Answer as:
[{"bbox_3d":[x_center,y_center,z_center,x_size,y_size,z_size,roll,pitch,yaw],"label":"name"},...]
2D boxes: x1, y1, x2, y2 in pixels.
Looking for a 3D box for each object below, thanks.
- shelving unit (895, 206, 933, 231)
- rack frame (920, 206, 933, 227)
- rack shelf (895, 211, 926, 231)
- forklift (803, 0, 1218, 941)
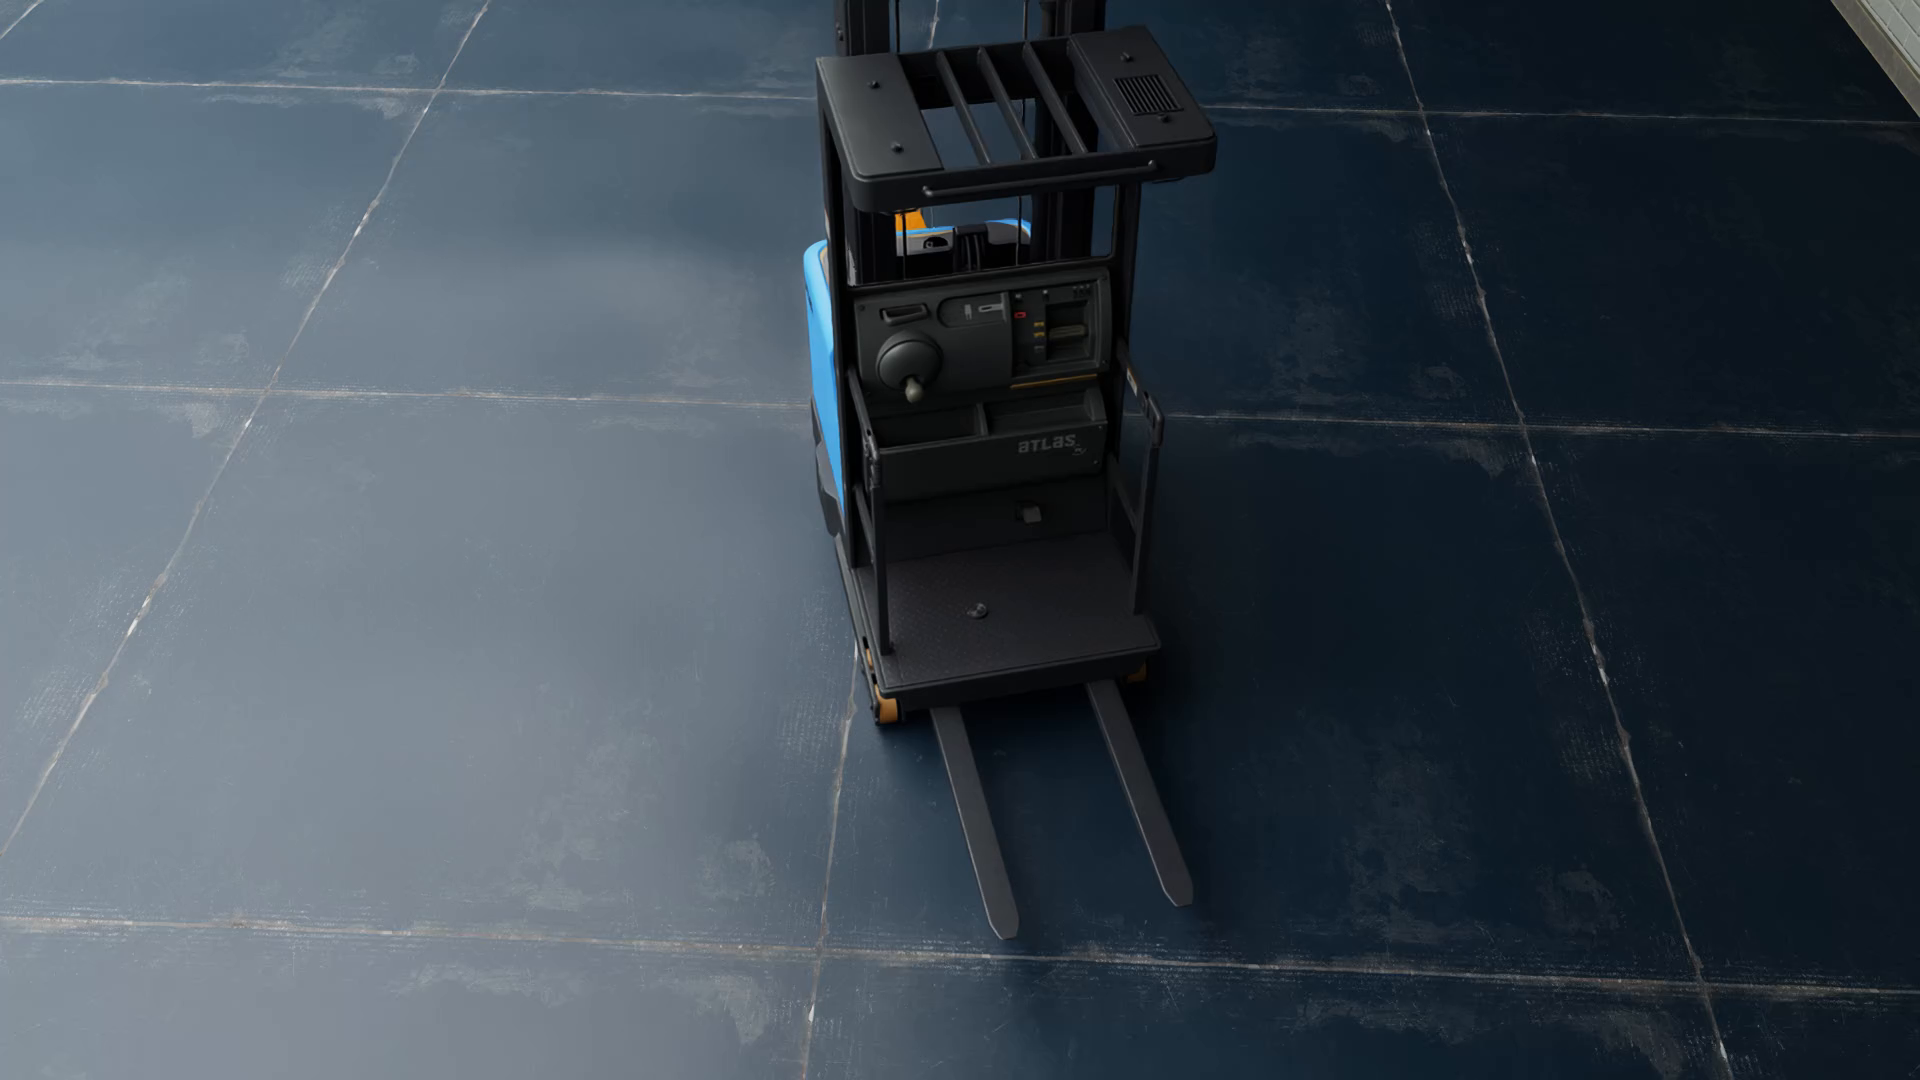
[{"bbox_3d":[-0.236,-1.110,7.561,0.189,1.200,0.258,-9,44,-10],"label":"shelving unit"},{"bbox_3d":[-0.147,-1.125,7.577,0.006,1.200,0.240,-9,44,-10],"label":"rack frame"},{"bbox_3d":[-0.236,-1.341,7.346,0.180,0.103,0.258,-9,44,-10],"label":"rack shelf"},{"bbox_3d":[0.138,-0.641,5.788,1.130,2.935,3.031,-8,44,-9],"label":"forklift"}]
